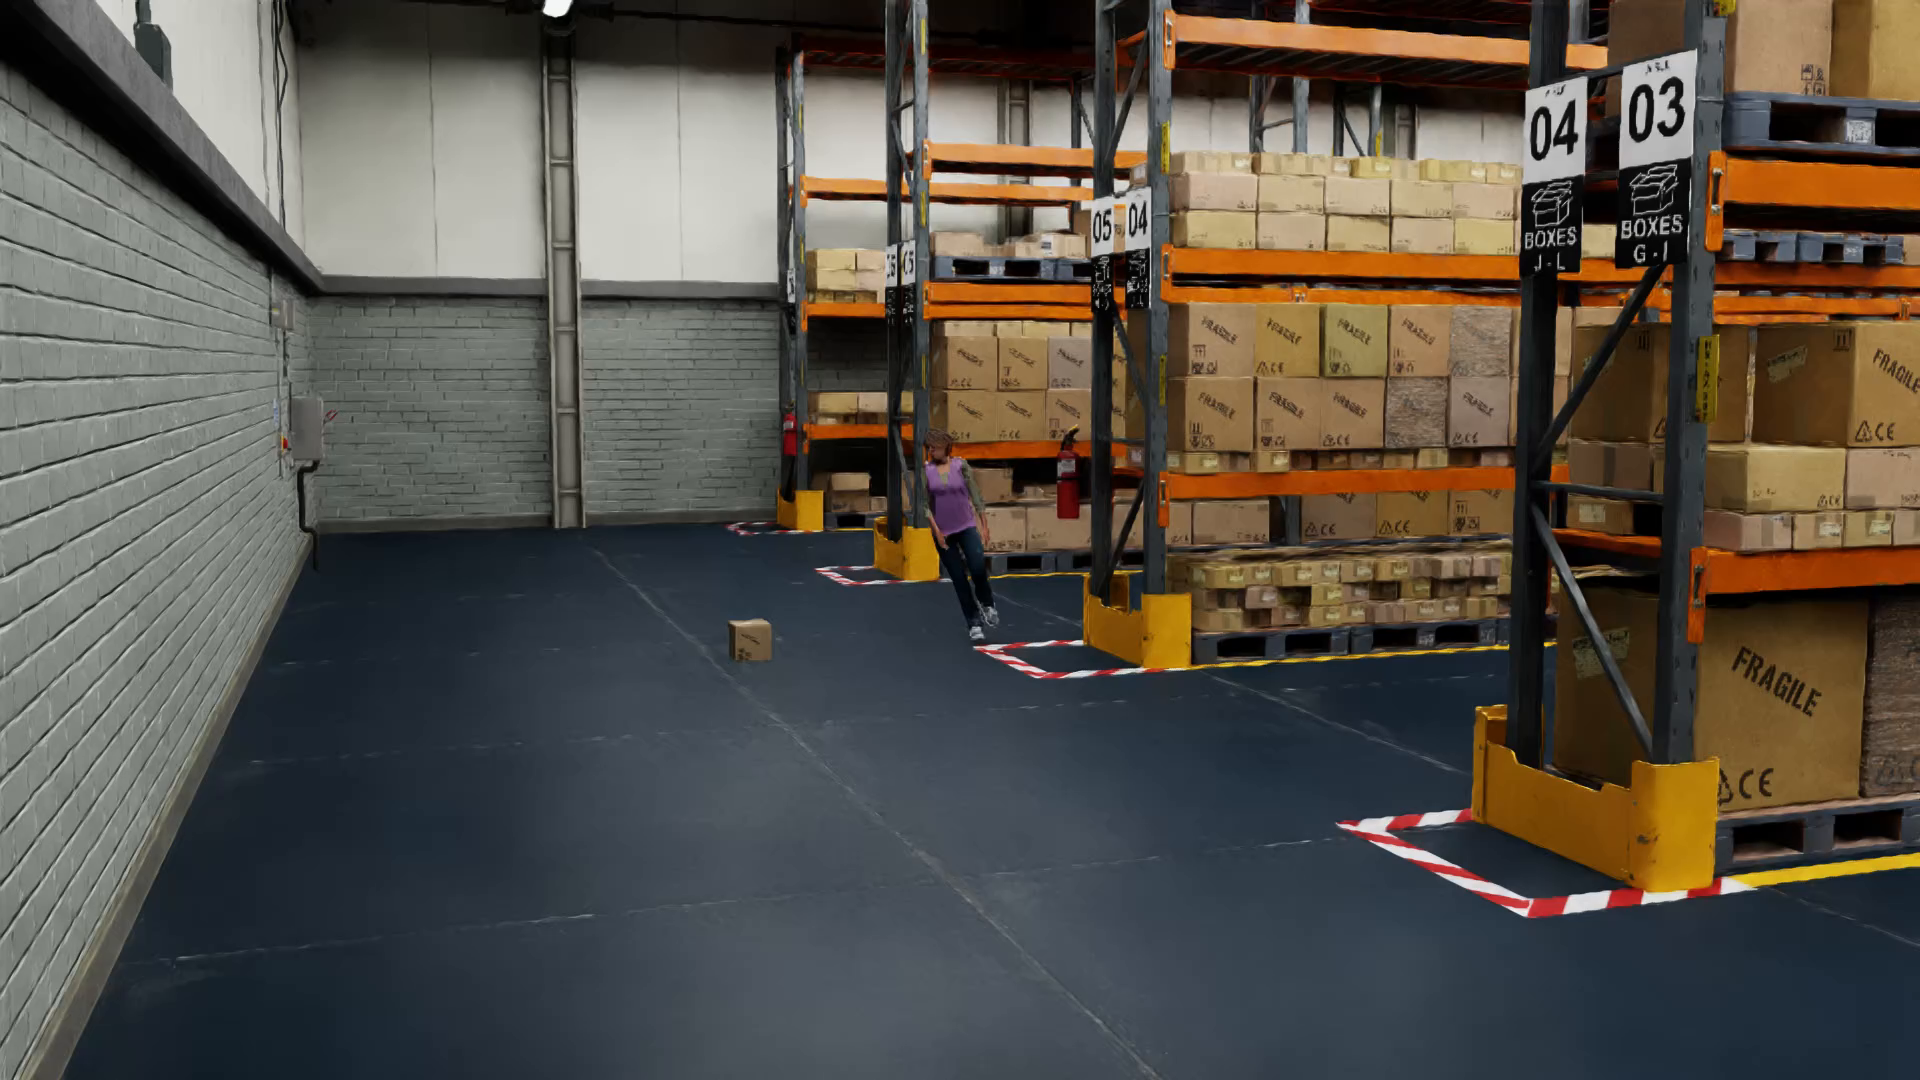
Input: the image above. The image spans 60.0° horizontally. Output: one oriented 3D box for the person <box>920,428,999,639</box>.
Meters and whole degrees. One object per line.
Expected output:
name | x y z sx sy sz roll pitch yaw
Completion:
person | -0.004 -0.051 12.230 0.570 1.551 0.459 1 6 7
